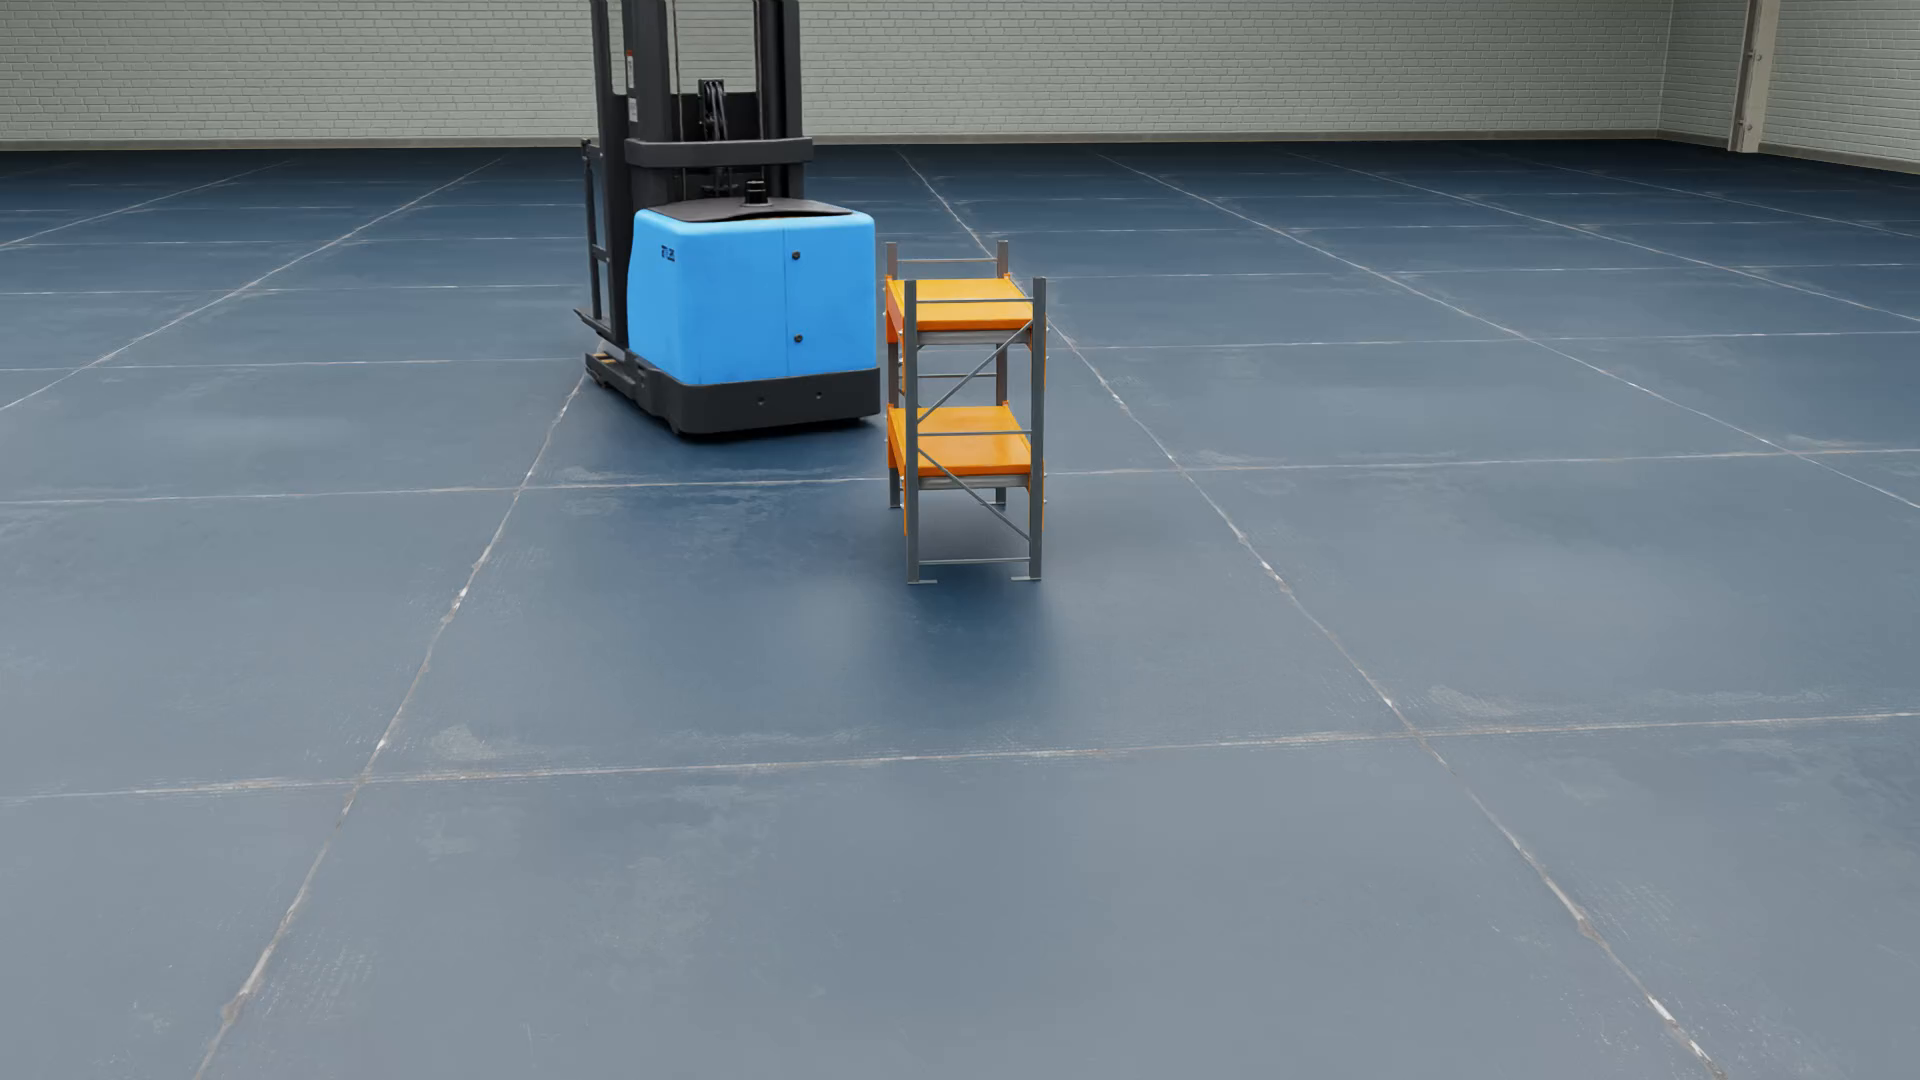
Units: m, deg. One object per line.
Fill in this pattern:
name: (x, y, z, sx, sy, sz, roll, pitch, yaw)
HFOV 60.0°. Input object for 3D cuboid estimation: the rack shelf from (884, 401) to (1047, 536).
rack shelf: (0.001, -0.301, 6.575, 0.538, 0.278, 1.000, -2, 18, -6)

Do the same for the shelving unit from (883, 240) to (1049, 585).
shelving unit: (0.001, -0.535, 6.502, 0.538, 1.125, 1.048, -2, 18, -6)

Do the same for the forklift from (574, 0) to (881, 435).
forklift: (-1.507, -2.310, 9.143, 1.130, 2.935, 3.031, -8, 19, -25)

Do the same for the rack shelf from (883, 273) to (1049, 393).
rack shelf: (0.001, -0.814, 6.414, 0.538, 0.278, 1.000, -2, 18, -6)

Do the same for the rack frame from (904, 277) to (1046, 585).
rack frame: (0.053, -0.383, 6.020, 0.500, 1.125, 0.032, -2, 18, -6)

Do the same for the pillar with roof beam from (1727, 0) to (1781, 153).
pillar with roof beam: (8.005, -10.253, 24.312, 9.100, 9.000, 0.400, -2, 18, -6)

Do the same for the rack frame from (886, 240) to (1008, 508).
rack frame: (-0.052, -0.686, 6.985, 0.500, 1.125, 0.032, -2, 18, -6)
